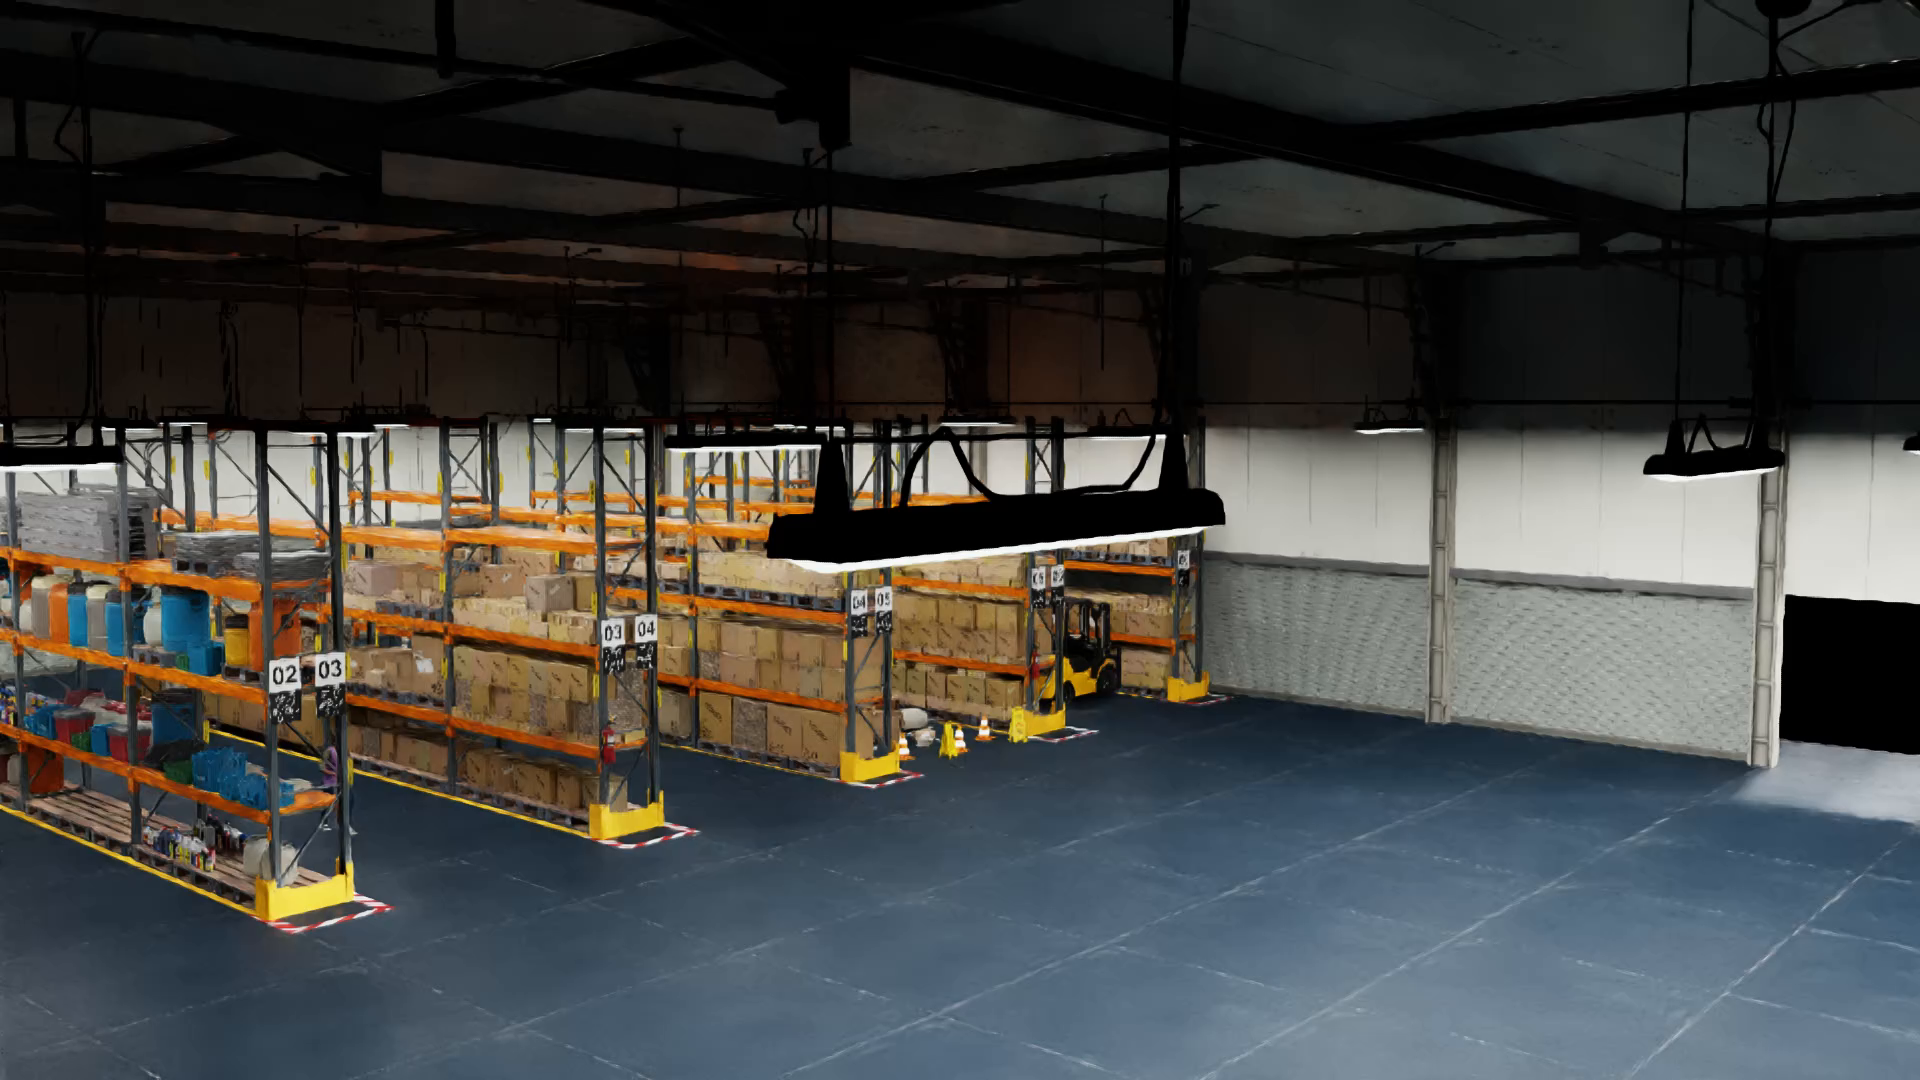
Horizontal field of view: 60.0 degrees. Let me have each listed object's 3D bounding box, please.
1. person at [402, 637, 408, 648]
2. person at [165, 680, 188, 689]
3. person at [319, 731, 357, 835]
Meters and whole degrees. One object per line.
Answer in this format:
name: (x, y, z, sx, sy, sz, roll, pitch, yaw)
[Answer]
person: (-14.081, 1.927, 42.431, 0.554, 1.785, 0.714, 1, 5, 10)
person: (-14.392, 2.979, 30.601, 1.110, 1.590, 0.446, 4, 7, 43)
person: (-9.159, 3.538, 24.413, 0.562, 1.530, 0.815, -4, 6, -43)
